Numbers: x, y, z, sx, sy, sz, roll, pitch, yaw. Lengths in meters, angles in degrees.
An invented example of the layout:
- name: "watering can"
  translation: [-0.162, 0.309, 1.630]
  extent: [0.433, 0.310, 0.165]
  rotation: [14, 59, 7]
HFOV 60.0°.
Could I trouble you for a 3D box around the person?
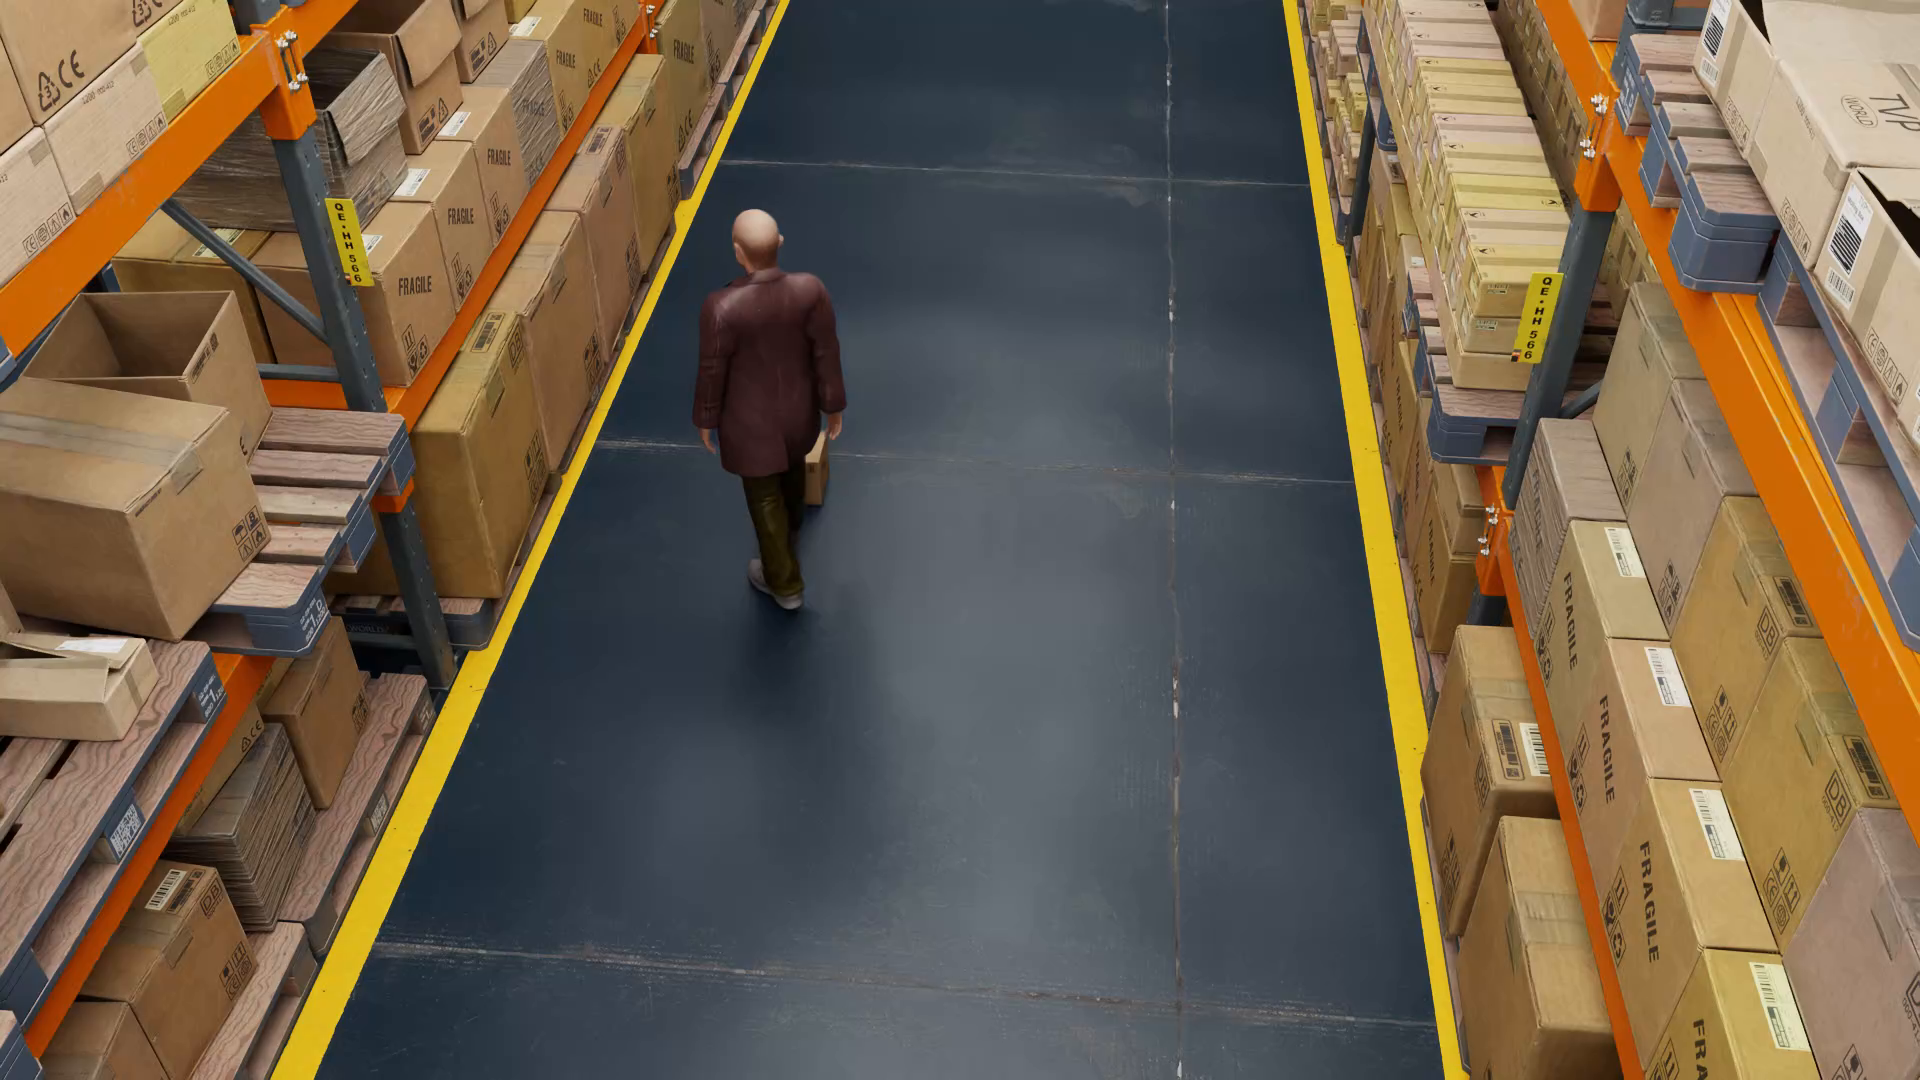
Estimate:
- name: "person"
  translation: [-0.848, -0.600, 6.872]
  extent: [0.619, 1.771, 0.794]
  rotation: [-19, 43, -21]
